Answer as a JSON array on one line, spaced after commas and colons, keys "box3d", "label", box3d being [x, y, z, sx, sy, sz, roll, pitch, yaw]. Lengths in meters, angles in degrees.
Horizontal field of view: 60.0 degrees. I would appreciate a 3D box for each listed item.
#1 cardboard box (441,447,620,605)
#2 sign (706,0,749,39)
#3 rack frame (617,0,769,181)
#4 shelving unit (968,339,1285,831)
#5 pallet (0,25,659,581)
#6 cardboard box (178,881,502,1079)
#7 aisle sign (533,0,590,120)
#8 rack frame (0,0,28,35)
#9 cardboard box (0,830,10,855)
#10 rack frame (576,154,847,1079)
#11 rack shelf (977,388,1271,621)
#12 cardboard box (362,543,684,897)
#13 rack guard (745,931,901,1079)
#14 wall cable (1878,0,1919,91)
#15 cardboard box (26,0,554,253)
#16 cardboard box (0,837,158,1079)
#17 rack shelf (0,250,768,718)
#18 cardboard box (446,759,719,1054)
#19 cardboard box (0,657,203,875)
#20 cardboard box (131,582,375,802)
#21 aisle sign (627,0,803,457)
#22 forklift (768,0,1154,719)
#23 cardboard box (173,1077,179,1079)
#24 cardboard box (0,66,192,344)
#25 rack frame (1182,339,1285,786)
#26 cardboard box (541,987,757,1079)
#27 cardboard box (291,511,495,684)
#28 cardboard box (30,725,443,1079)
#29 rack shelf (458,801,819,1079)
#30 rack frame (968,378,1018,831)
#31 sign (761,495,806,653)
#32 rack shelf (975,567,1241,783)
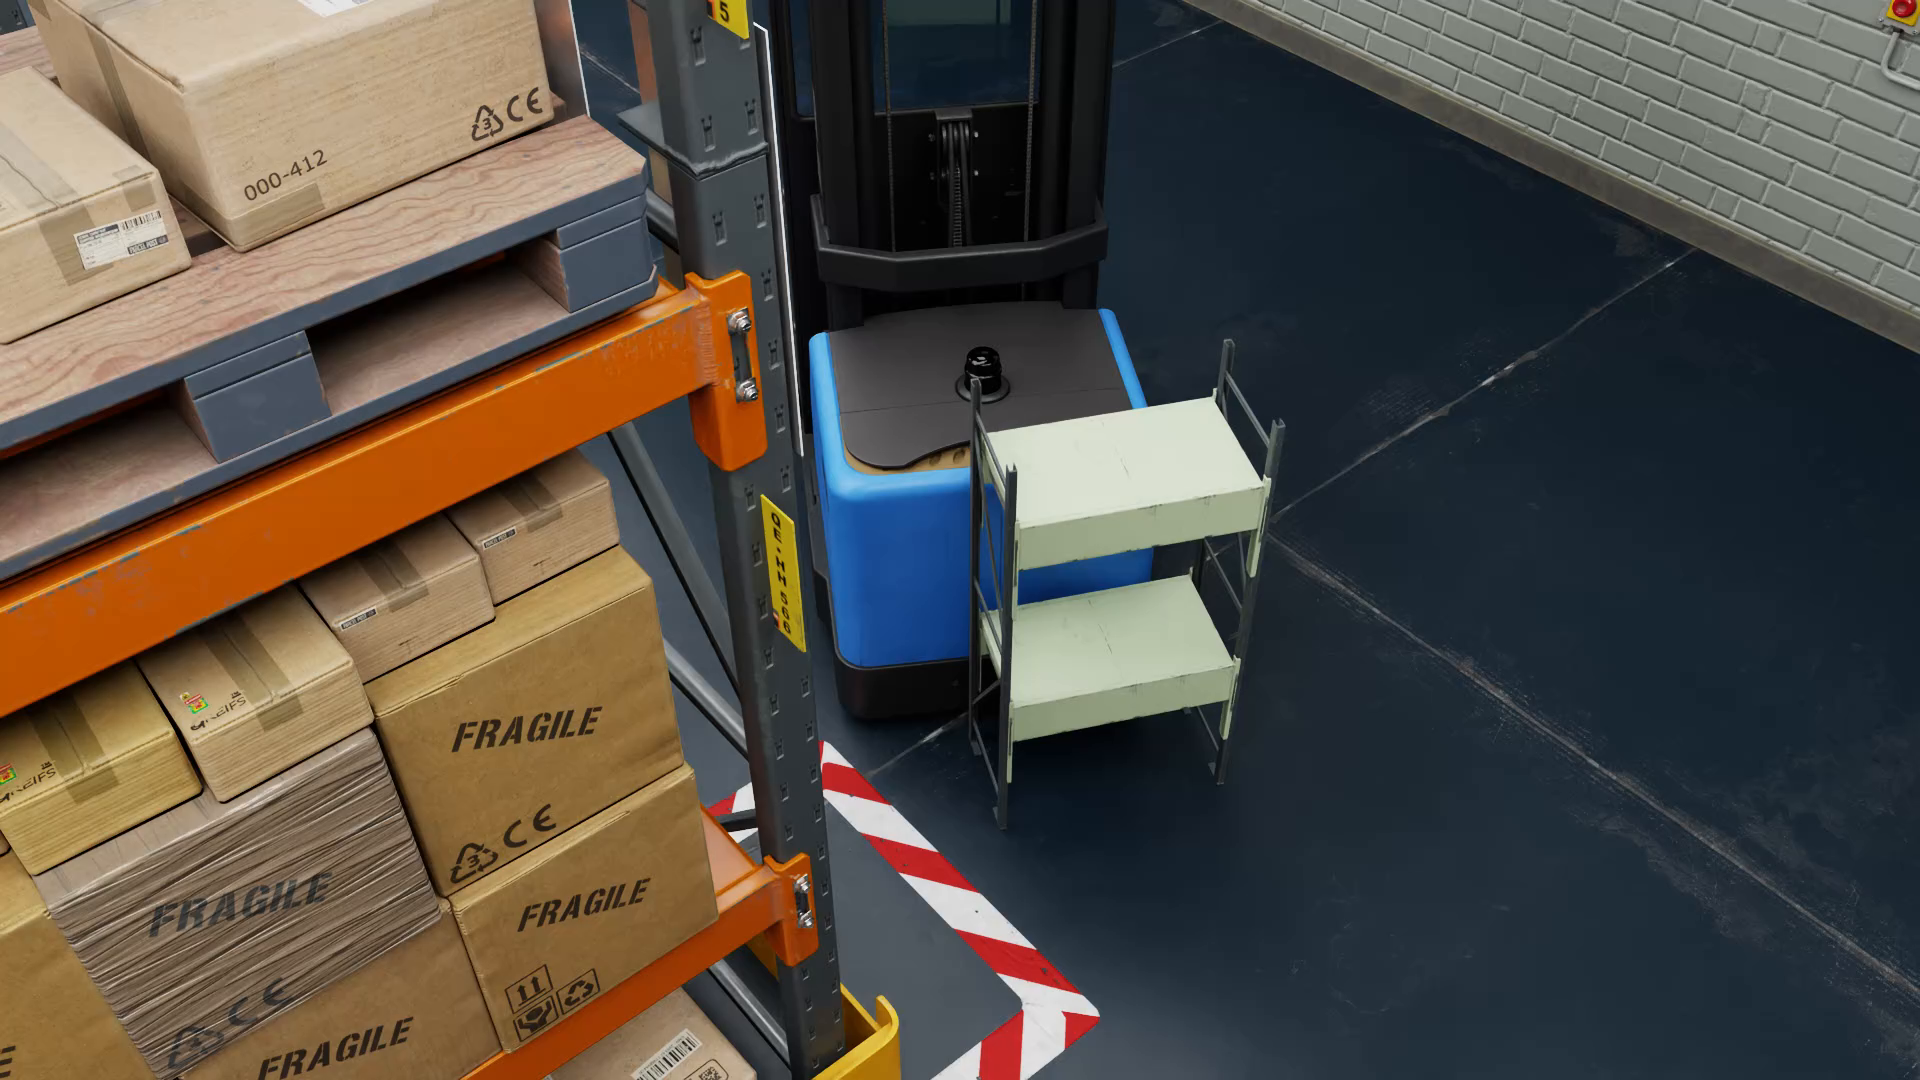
[{"box3d": [-0.801, -0.094, 2.882, 0.250, 0.149, 0.380, -29, 50, -27], "label": "cardboard box"}, {"box3d": [-0.317, -0.816, 2.148, 0.005, 0.325, 0.100, -30, 51, -28], "label": "sign"}, {"box3d": [-0.654, -1.906, 1.707, 0.127, 3.000, 1.000, -30, 51, -28], "label": "rack frame"}, {"box3d": [0.443, 0.179, 4.964, 0.755, 1.500, 0.431, -10, 44, -10], "label": "shelving unit"}, {"box3d": [-1.216, -0.449, 2.411, 1.213, 0.211, 1.003, -30, 51, -28], "label": "pallet"}, {"box3d": [-1.249, 0.807, 3.126, 0.500, 0.500, 0.500, -31, 51, -29], "label": "cardboard box"}, {"box3d": [-0.785, -0.851, 3.066, 0.004, 0.787, 0.394, -30, 51, -28], "label": "aisle sign"}, {"box3d": [-3.908, -2.275, 6.481, 0.127, 3.000, 1.000, -30, 51, -28], "label": "rack frame"}, {"box3d": [-1.590, 0.354, 2.405, 0.250, 0.149, 0.380, -30, 51, -28], "label": "cardboard box"}, {"box3d": [-0.654, 0.280, 3.760, 0.127, 3.000, 1.000, -30, 51, -28], "label": "rack frame"}, {"box3d": [0.443, -0.106, 4.697, 0.720, 0.370, 0.431, -10, 44, -10], "label": "rack shelf"}, {"box3d": [-0.871, 0.216, 3.025, 0.500, 0.500, 0.500, -28, 50, -27], "label": "cardboard box"}, {"box3d": [-0.636, 1.181, 4.627, 0.348, 0.500, 1.175, -30, 51, -28], "label": "rack guard"}, {"box3d": [3.656, -2.590, 6.052, 0.123, 1.953, 0.585, -30, 51, -28], "label": "wall cable"}, {"box3d": [-0.942, -0.703, 2.346, 0.500, 0.250, 0.500, 34, 53, 31], "label": "cardboard box"}, {"box3d": [-1.635, 0.677, 2.535, 0.500, 0.500, 0.500, -30, 51, -28], "label": "cardboard box"}, {"box3d": [-2.188, 0.328, 2.044, 4.000, 0.370, 1.077, -30, 51, -28], "label": "rack shelf"}, {"box3d": [-0.854, 0.595, 3.353, 0.500, 0.500, 0.500, -30, 51, -28], "label": "cardboard box"}, {"box3d": [-1.344, 0.277, 2.487, 0.250, 0.149, 0.380, -29, 50, -27], "label": "cardboard box"}, {"box3d": [-1.124, 0.188, 2.582, 0.250, 0.149, 0.380, -30, 51, -28], "label": "cardboard box"}, {"box3d": [-0.400, -0.536, 2.731, 0.004, 0.787, 0.394, -30, 51, -28], "label": "aisle sign"}, {"box3d": [-0.089, -1.490, 5.696, 1.130, 2.935, 3.031, -6, 43, -6], "label": "forklift"}, {"box3d": [-1.637, 1.038, 2.880, 0.500, 0.500, 0.500, -28, 50, -27], "label": "cardboard box"}, {"box3d": [-1.212, -0.440, 2.140, 0.250, 0.149, 0.380, -34, 53, -31], "label": "cardboard box"}, {"box3d": [0.798, 0.117, 5.030, 0.023, 1.500, 0.400, -10, 44, -10], "label": "rack frame"}, {"box3d": [-1.096, 1.404, 4.129, 0.875, 0.438, 0.875, -32, 52, -29], "label": "cardboard box"}, {"box3d": [-0.980, 0.030, 2.750, 0.250, 0.149, 0.380, -29, 50, -27], "label": "cardboard box"}, {"box3d": [-1.253, 0.461, 2.764, 0.500, 0.500, 0.500, -30, 51, -28], "label": "cardboard box"}, {"box3d": [-2.188, 1.421, 3.071, 4.000, 0.370, 1.077, -30, 51, -28], "label": "rack shelf"}, {"box3d": [0.088, 0.240, 4.899, 0.023, 1.500, 0.400, -10, 44, -10], "label": "rack frame"}, {"box3d": [-0.317, 0.063, 2.973, 0.005, 0.325, 0.100, -30, 51, -28], "label": "sign"}, {"box3d": [0.443, 0.416, 5.187, 0.720, 0.370, 0.431, -10, 44, -10], "label": "rack shelf"}]
